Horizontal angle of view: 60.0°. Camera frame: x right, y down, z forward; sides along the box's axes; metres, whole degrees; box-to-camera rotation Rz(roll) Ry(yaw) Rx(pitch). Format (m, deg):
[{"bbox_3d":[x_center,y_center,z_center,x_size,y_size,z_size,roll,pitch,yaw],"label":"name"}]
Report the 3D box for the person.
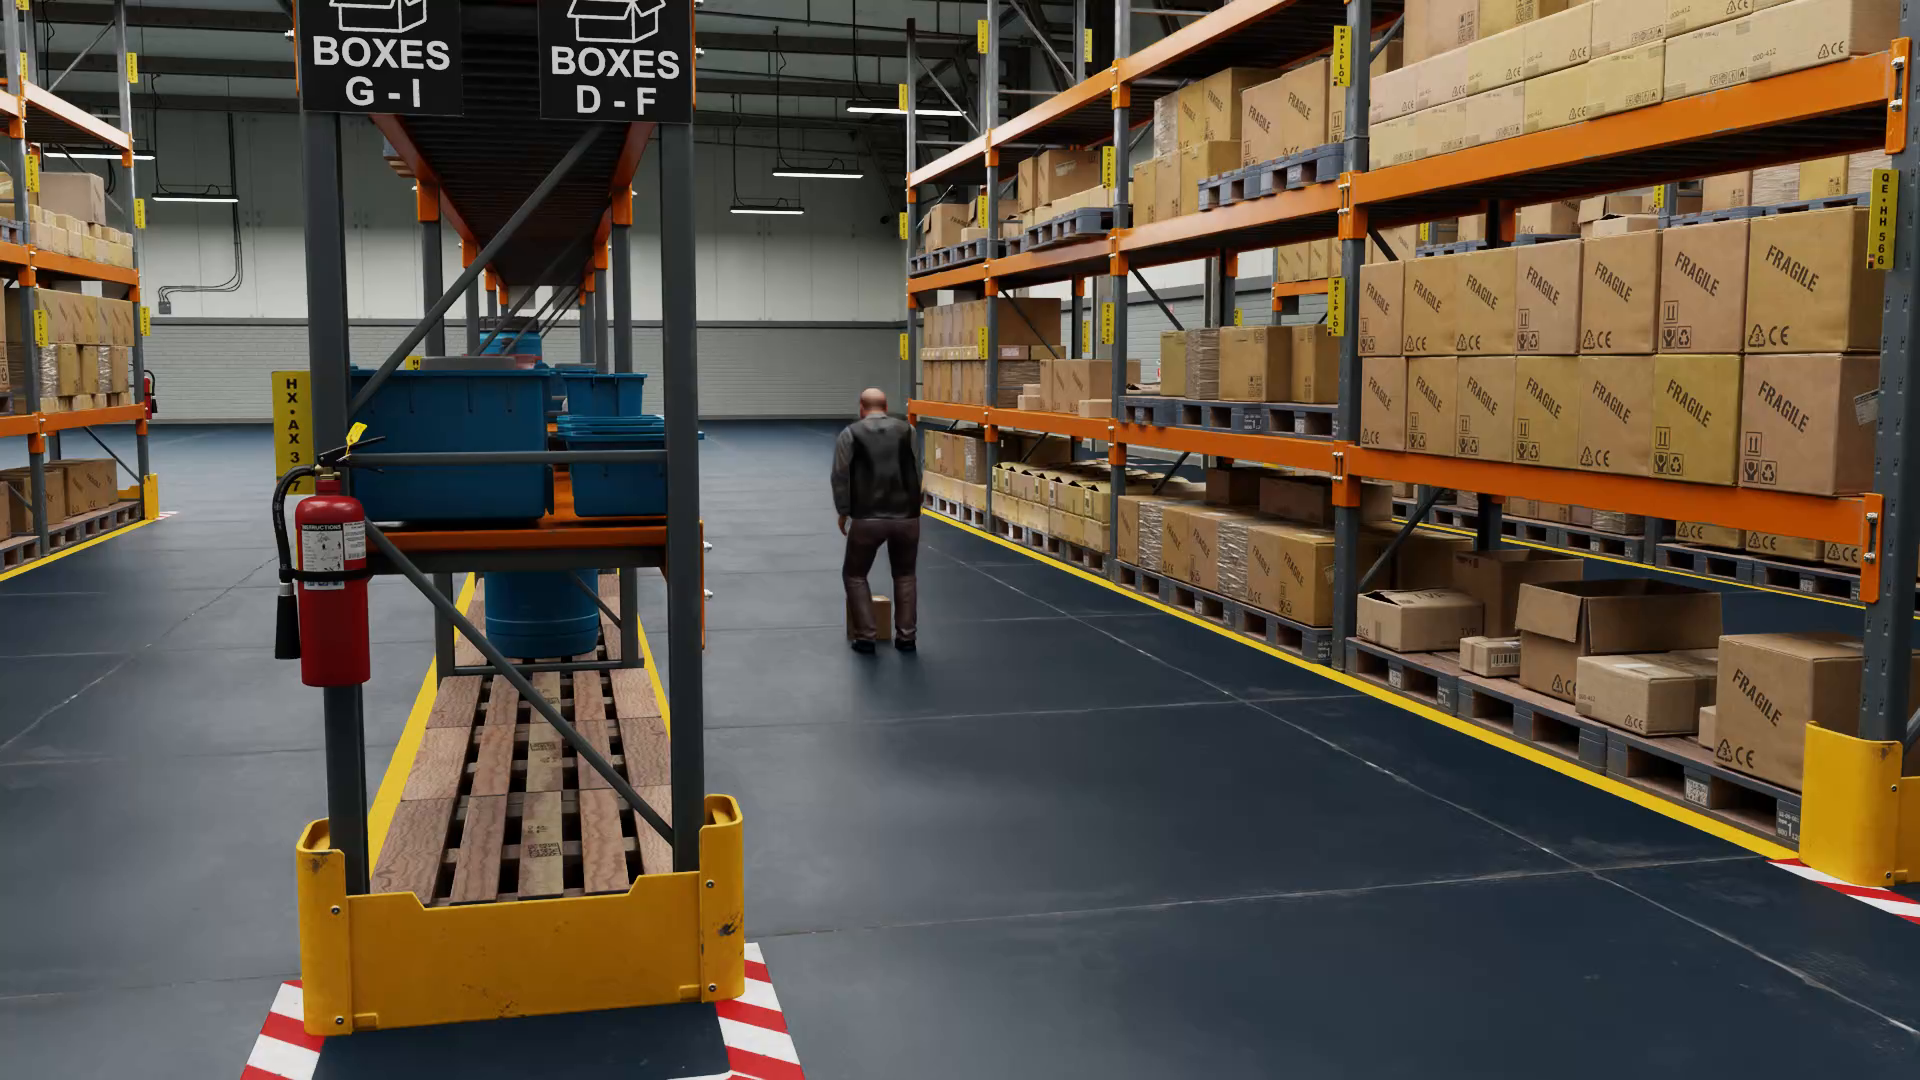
[{"bbox_3d":[-0.504,-0.120,10.232,0.574,1.617,0.509,-1,6,-12],"label":"person"}]
